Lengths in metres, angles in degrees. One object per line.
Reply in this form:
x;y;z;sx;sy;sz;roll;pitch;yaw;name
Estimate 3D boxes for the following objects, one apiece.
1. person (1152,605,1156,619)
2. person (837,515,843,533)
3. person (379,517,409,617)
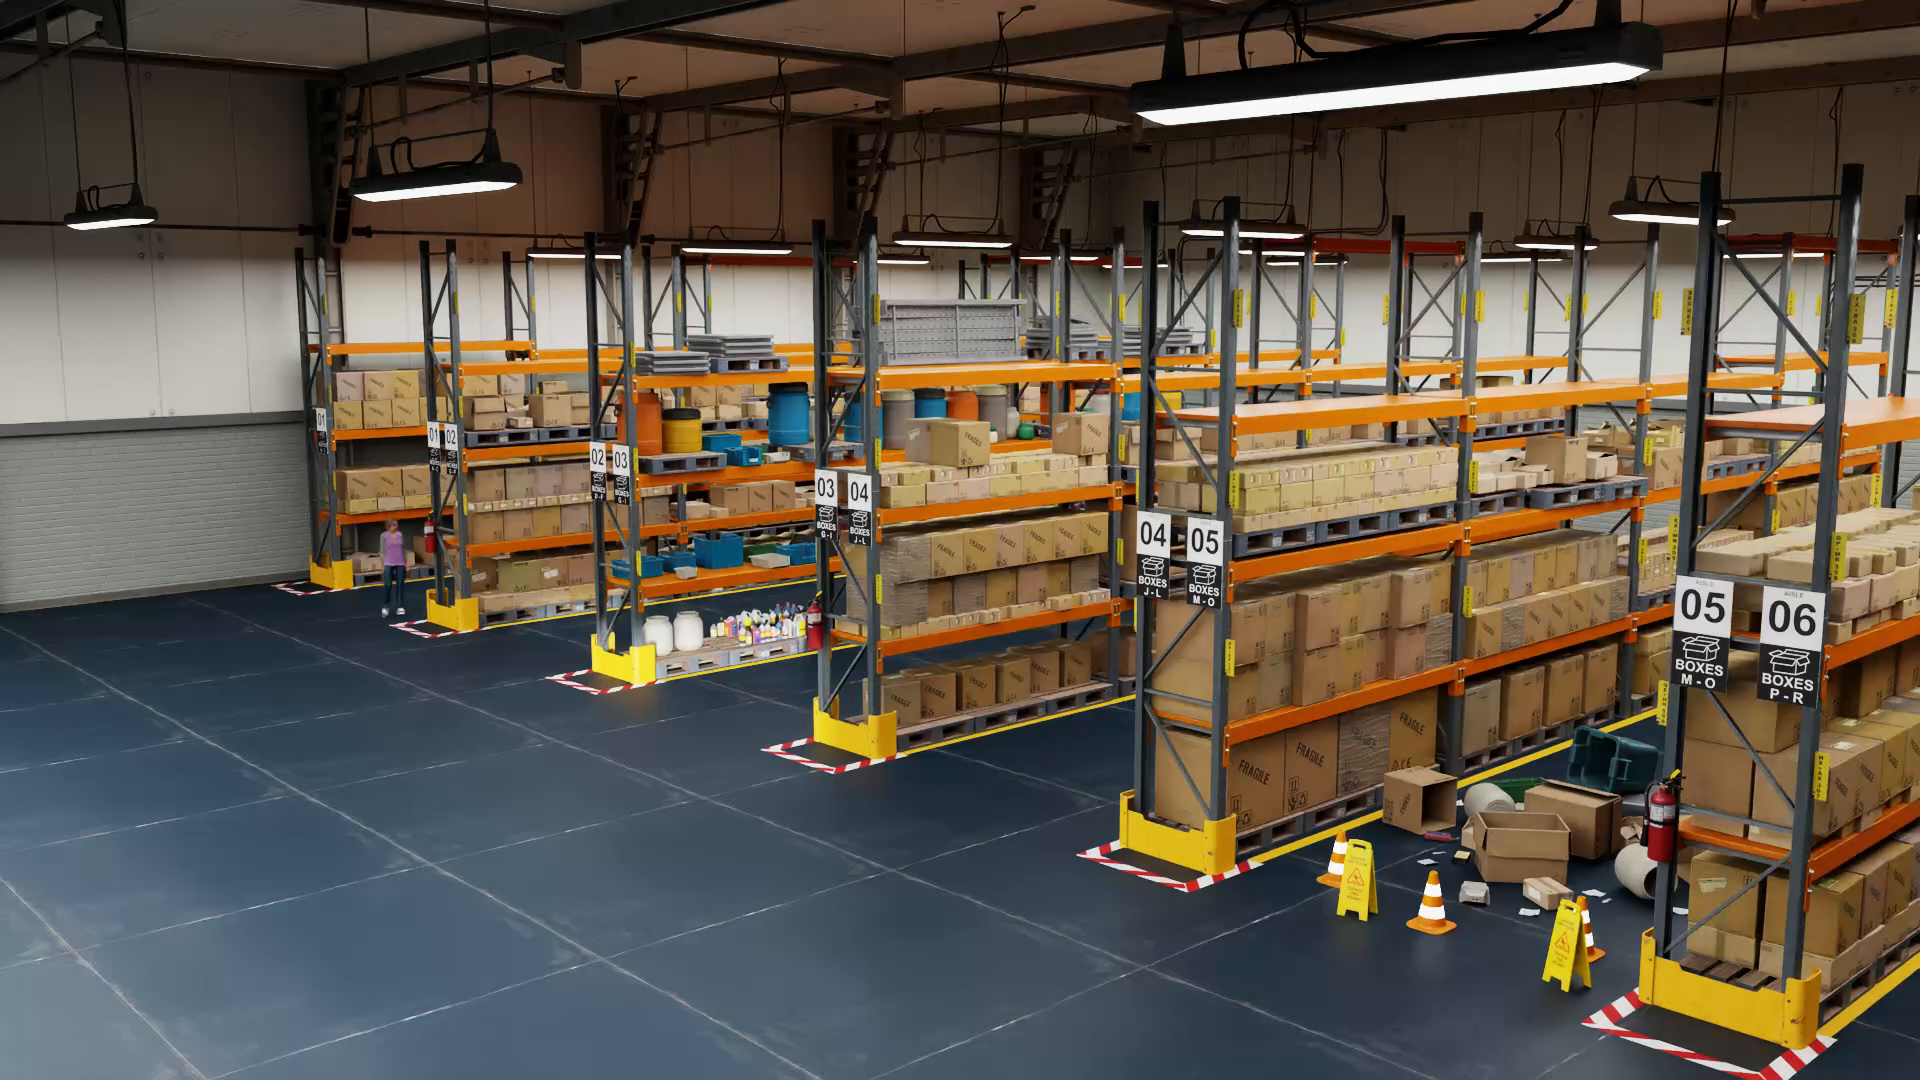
3.077;0.336;24.940;0.443;1.785;0.612;8;11;42;person
-2.616;-0.859;35.526;0.515;1.708;0.368;-7;11;-39;person
-9.206;0.433;27.025;0.490;1.613;0.352;-5;10;-32;person
